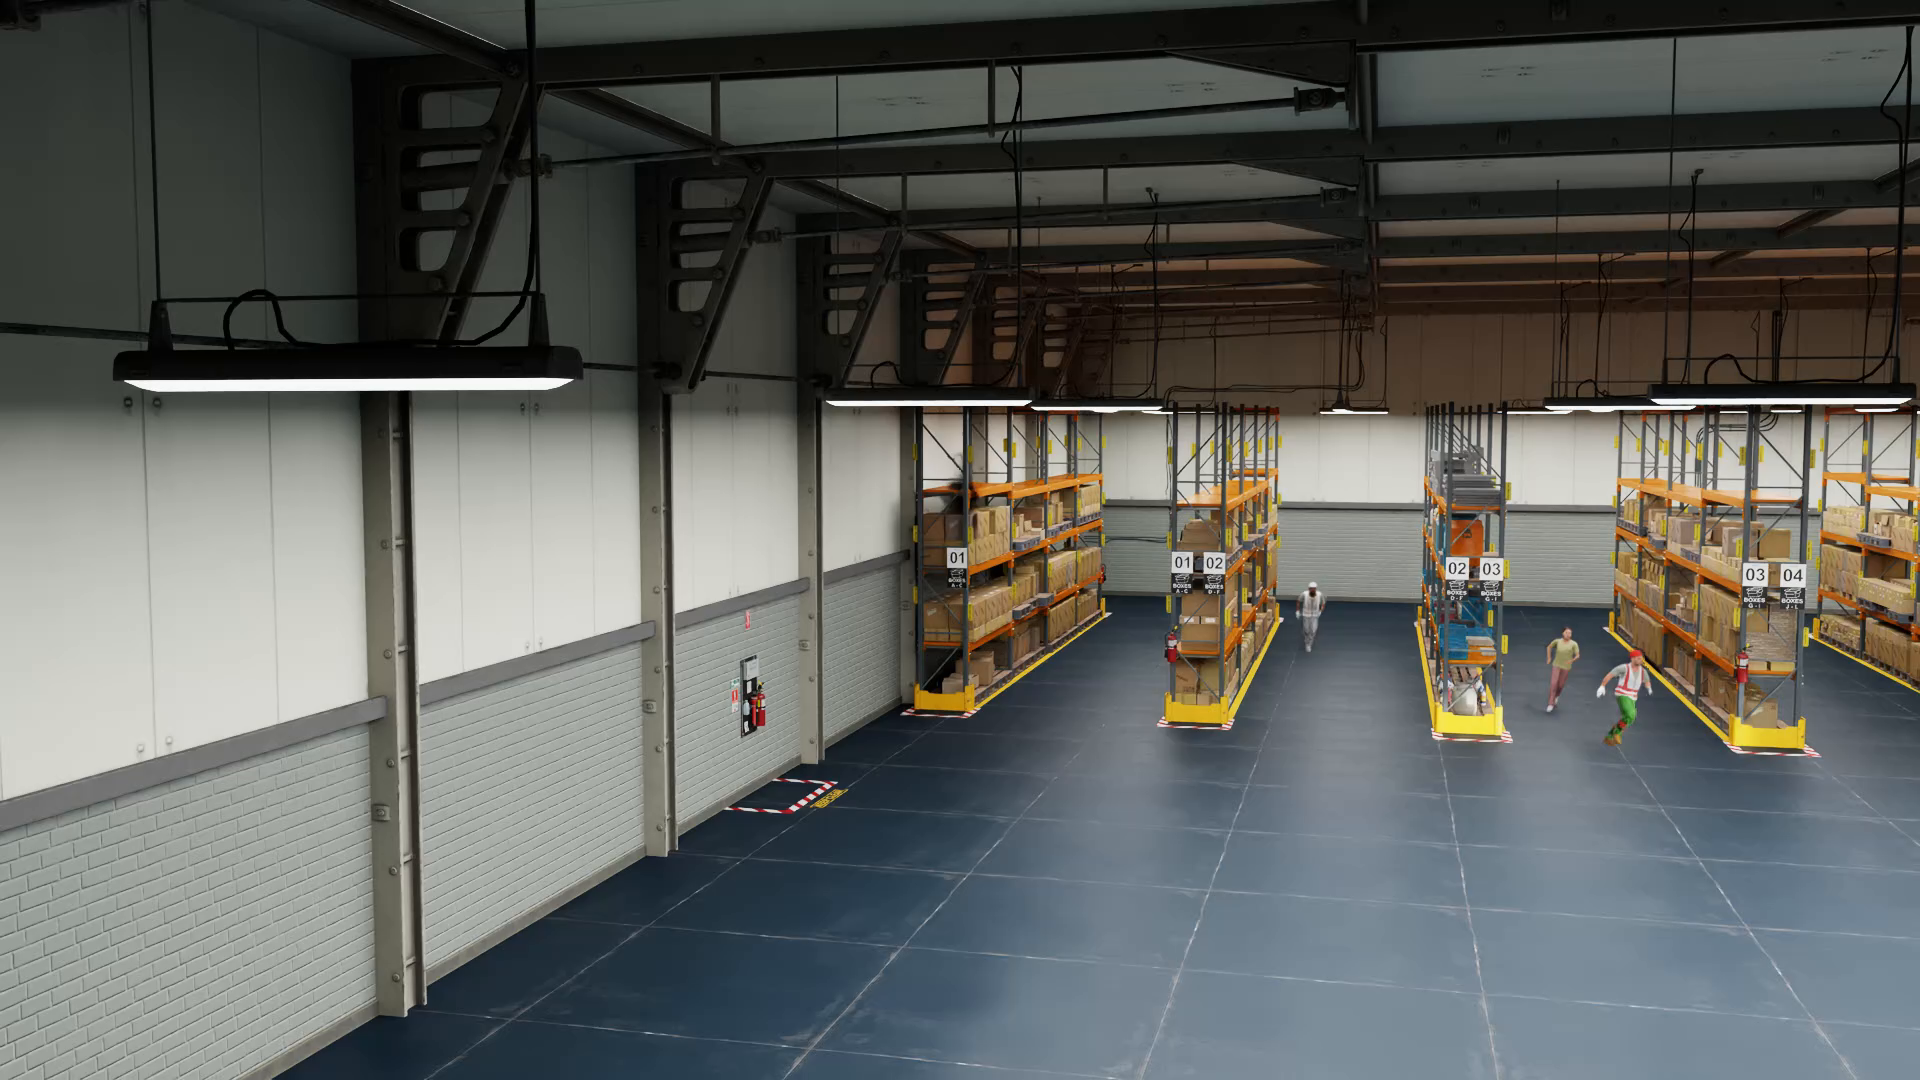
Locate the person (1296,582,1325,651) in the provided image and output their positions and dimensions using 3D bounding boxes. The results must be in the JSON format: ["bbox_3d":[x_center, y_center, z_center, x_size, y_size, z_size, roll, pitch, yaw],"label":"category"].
[{"bbox_3d":[8.591,1.865,40.725,0.674,1.709,0.700,0,4,-1],"label":"person"}]

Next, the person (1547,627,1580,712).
[{"bbox_3d":[11.798,2.498,32.541,0.610,1.632,0.898,1,4,18],"label":"person"}]

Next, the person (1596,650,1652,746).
[{"bbox_3d":[11.647,2.752,28.936,0.847,1.691,0.714,-2,5,-24],"label":"person"}]
